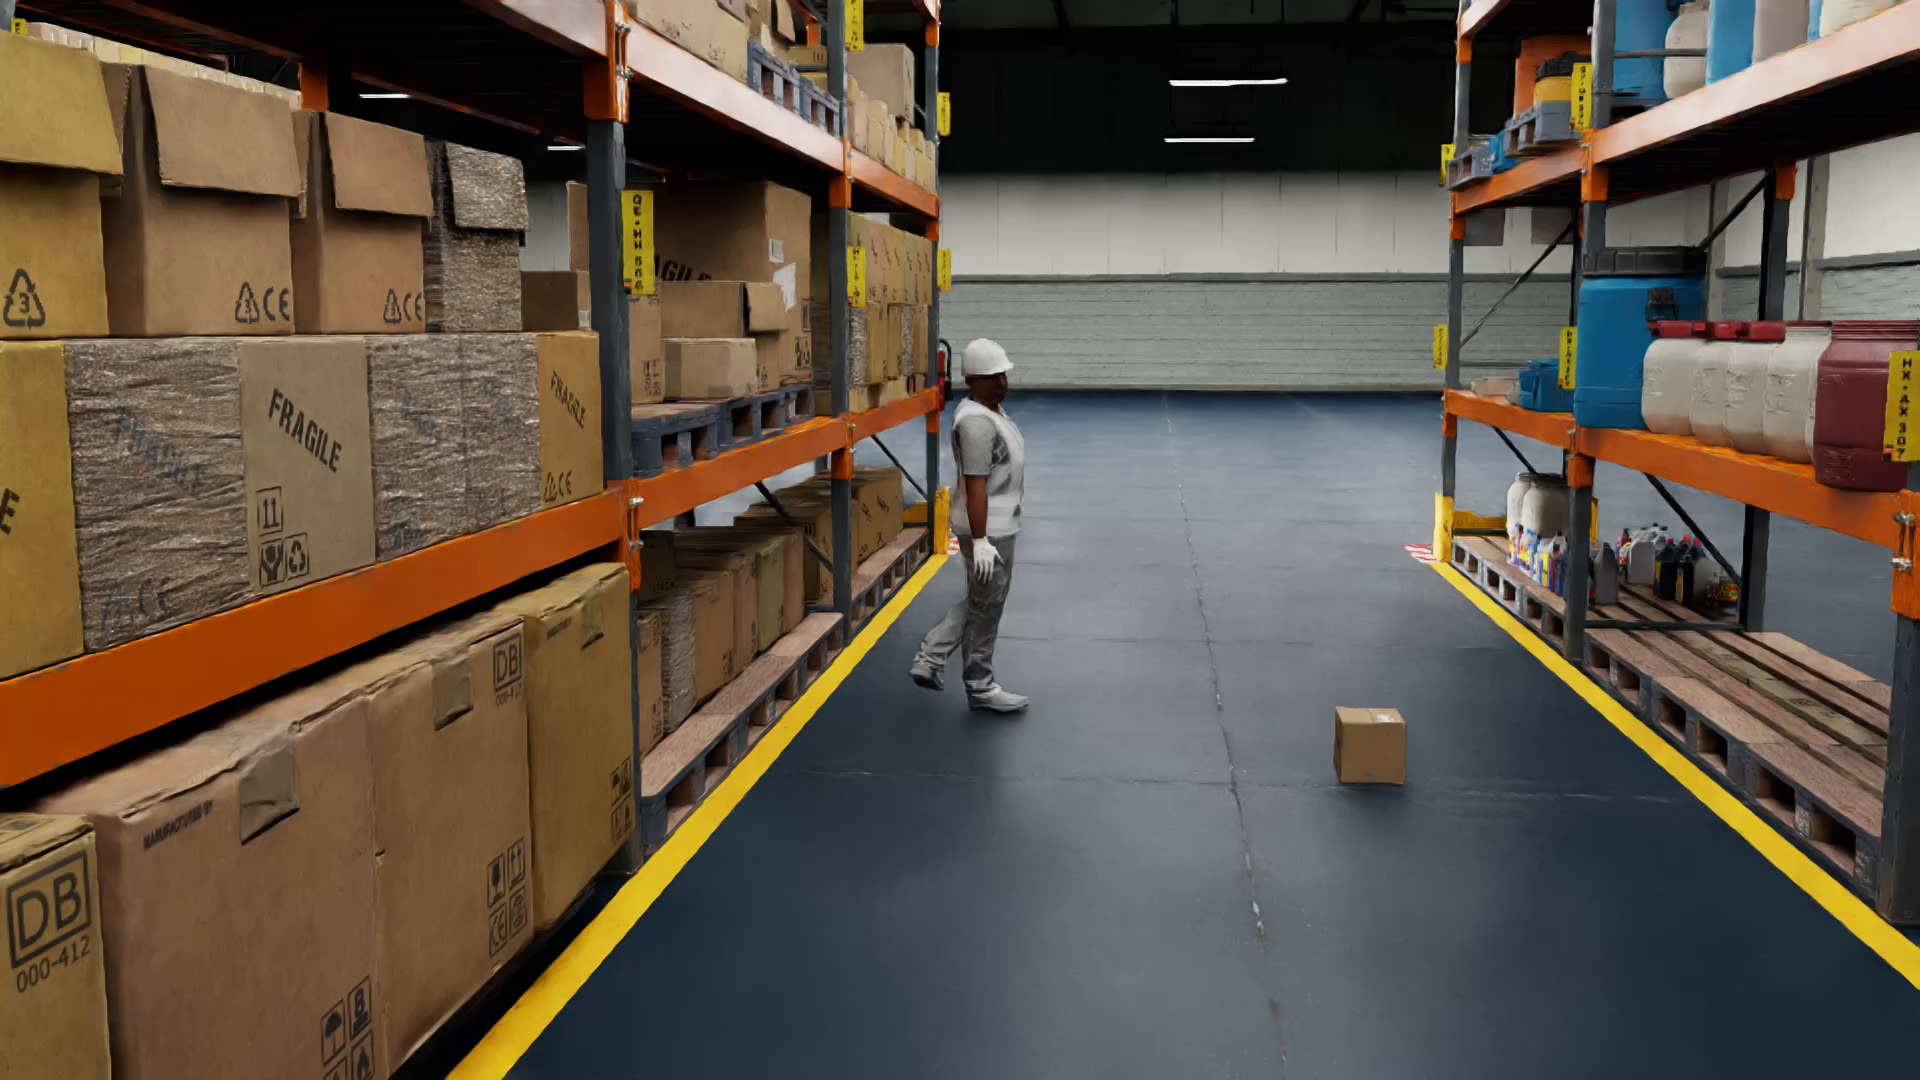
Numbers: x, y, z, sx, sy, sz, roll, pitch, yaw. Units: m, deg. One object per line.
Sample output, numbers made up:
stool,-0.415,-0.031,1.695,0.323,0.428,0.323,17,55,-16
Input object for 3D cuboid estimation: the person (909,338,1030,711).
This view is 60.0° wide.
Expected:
person,0.048,-0.048,7.683,0.570,1.758,0.625,-1,8,-4
